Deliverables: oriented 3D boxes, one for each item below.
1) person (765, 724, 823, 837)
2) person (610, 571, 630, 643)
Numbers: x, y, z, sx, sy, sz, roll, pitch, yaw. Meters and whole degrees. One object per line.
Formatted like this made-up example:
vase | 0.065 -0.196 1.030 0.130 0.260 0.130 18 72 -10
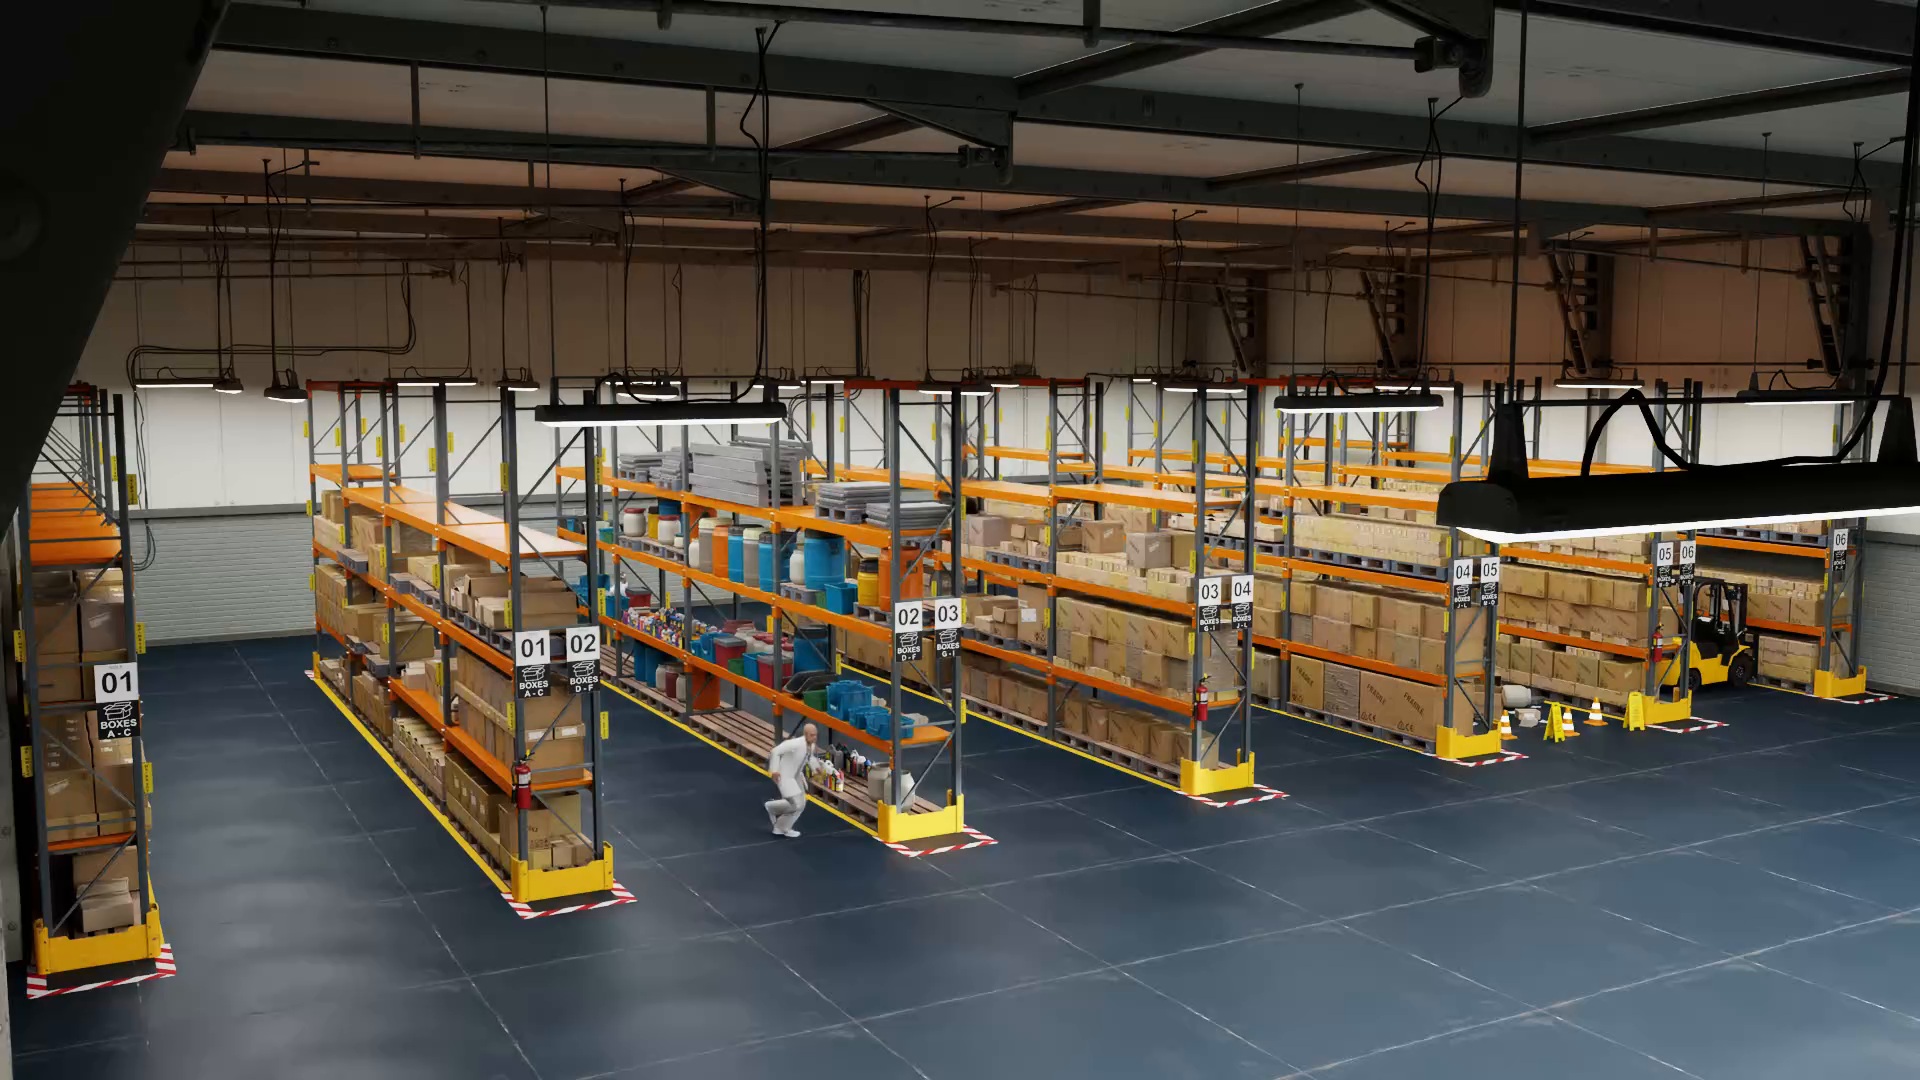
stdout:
person | -2.248 3.201 22.131 0.887 1.591 0.734 4 7 32
person | -7.666 1.534 37.478 0.551 1.699 0.788 0 6 3
